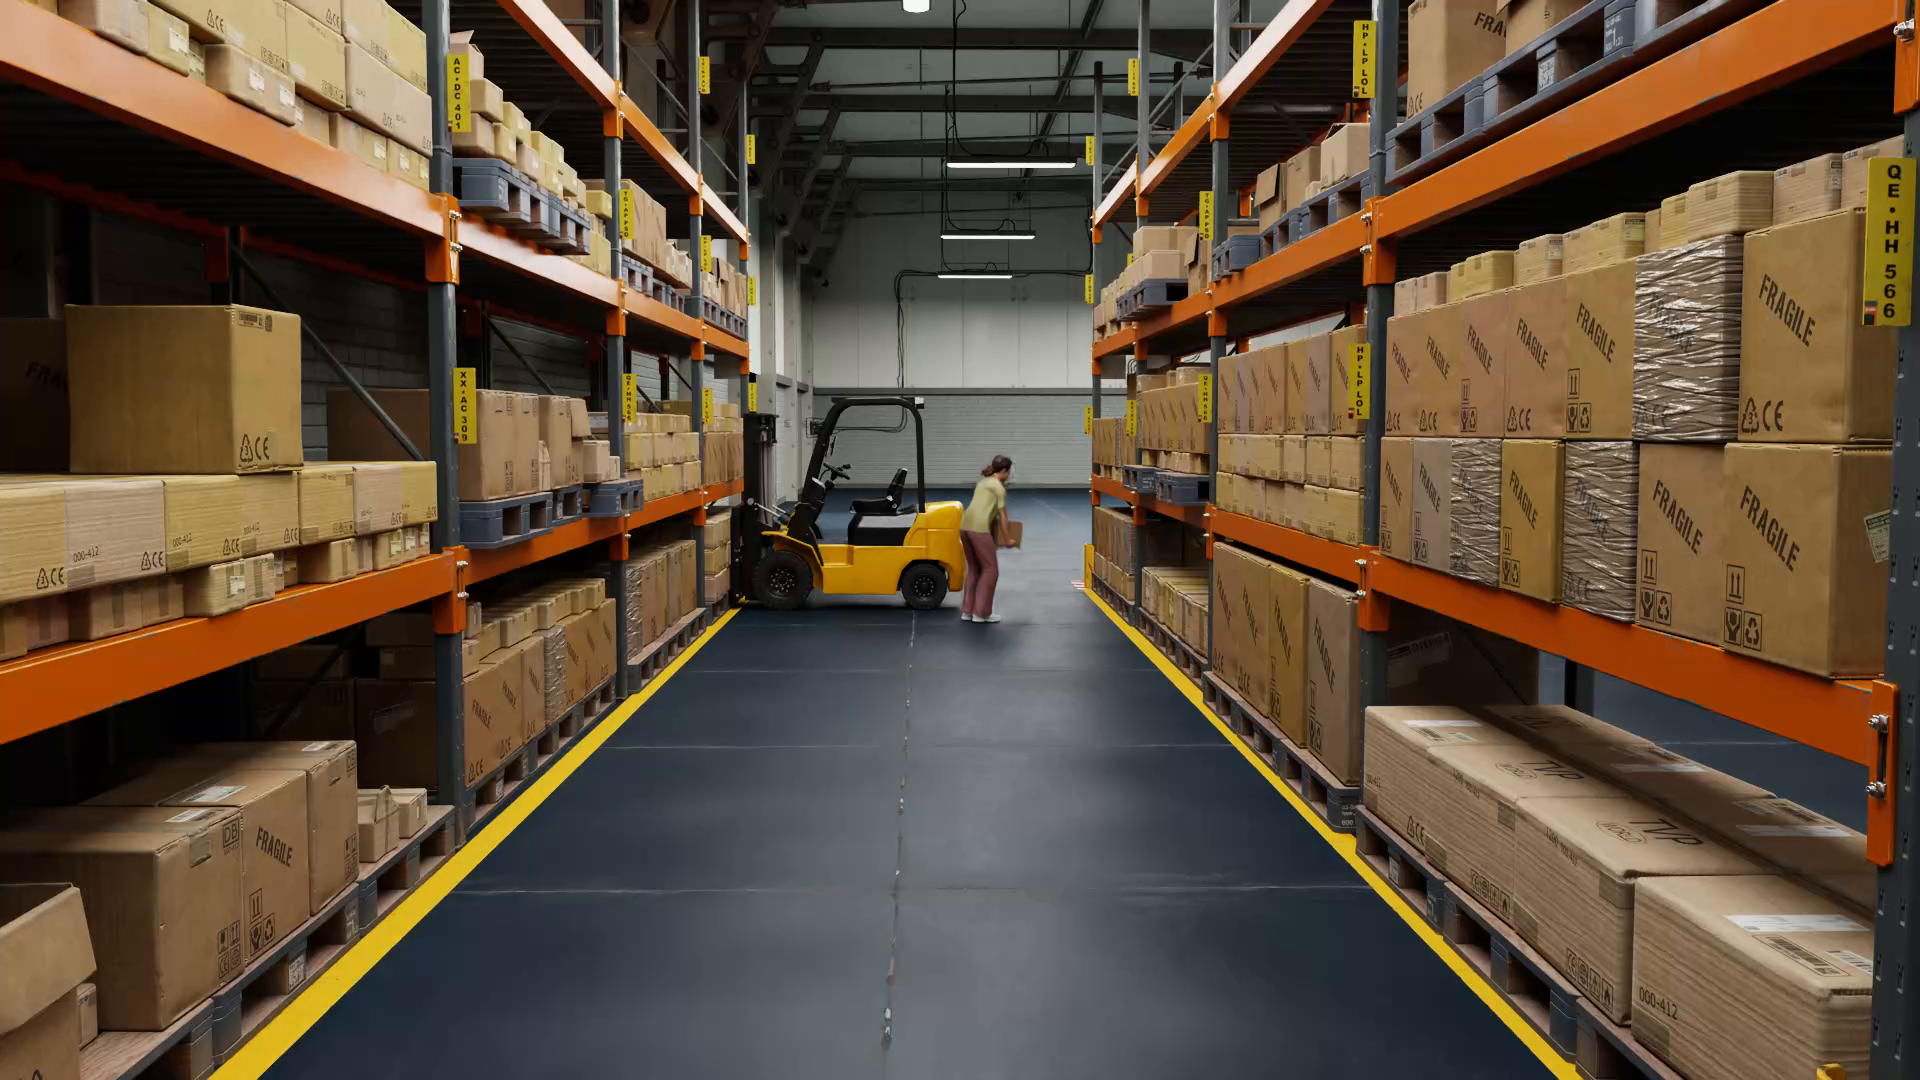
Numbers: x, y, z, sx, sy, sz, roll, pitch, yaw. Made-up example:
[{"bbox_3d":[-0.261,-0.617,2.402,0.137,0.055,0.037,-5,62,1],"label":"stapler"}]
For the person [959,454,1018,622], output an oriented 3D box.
[{"bbox_3d":[0.264,-0.022,15.933,0.554,1.595,0.410,-2,4,-32],"label":"person"}]
